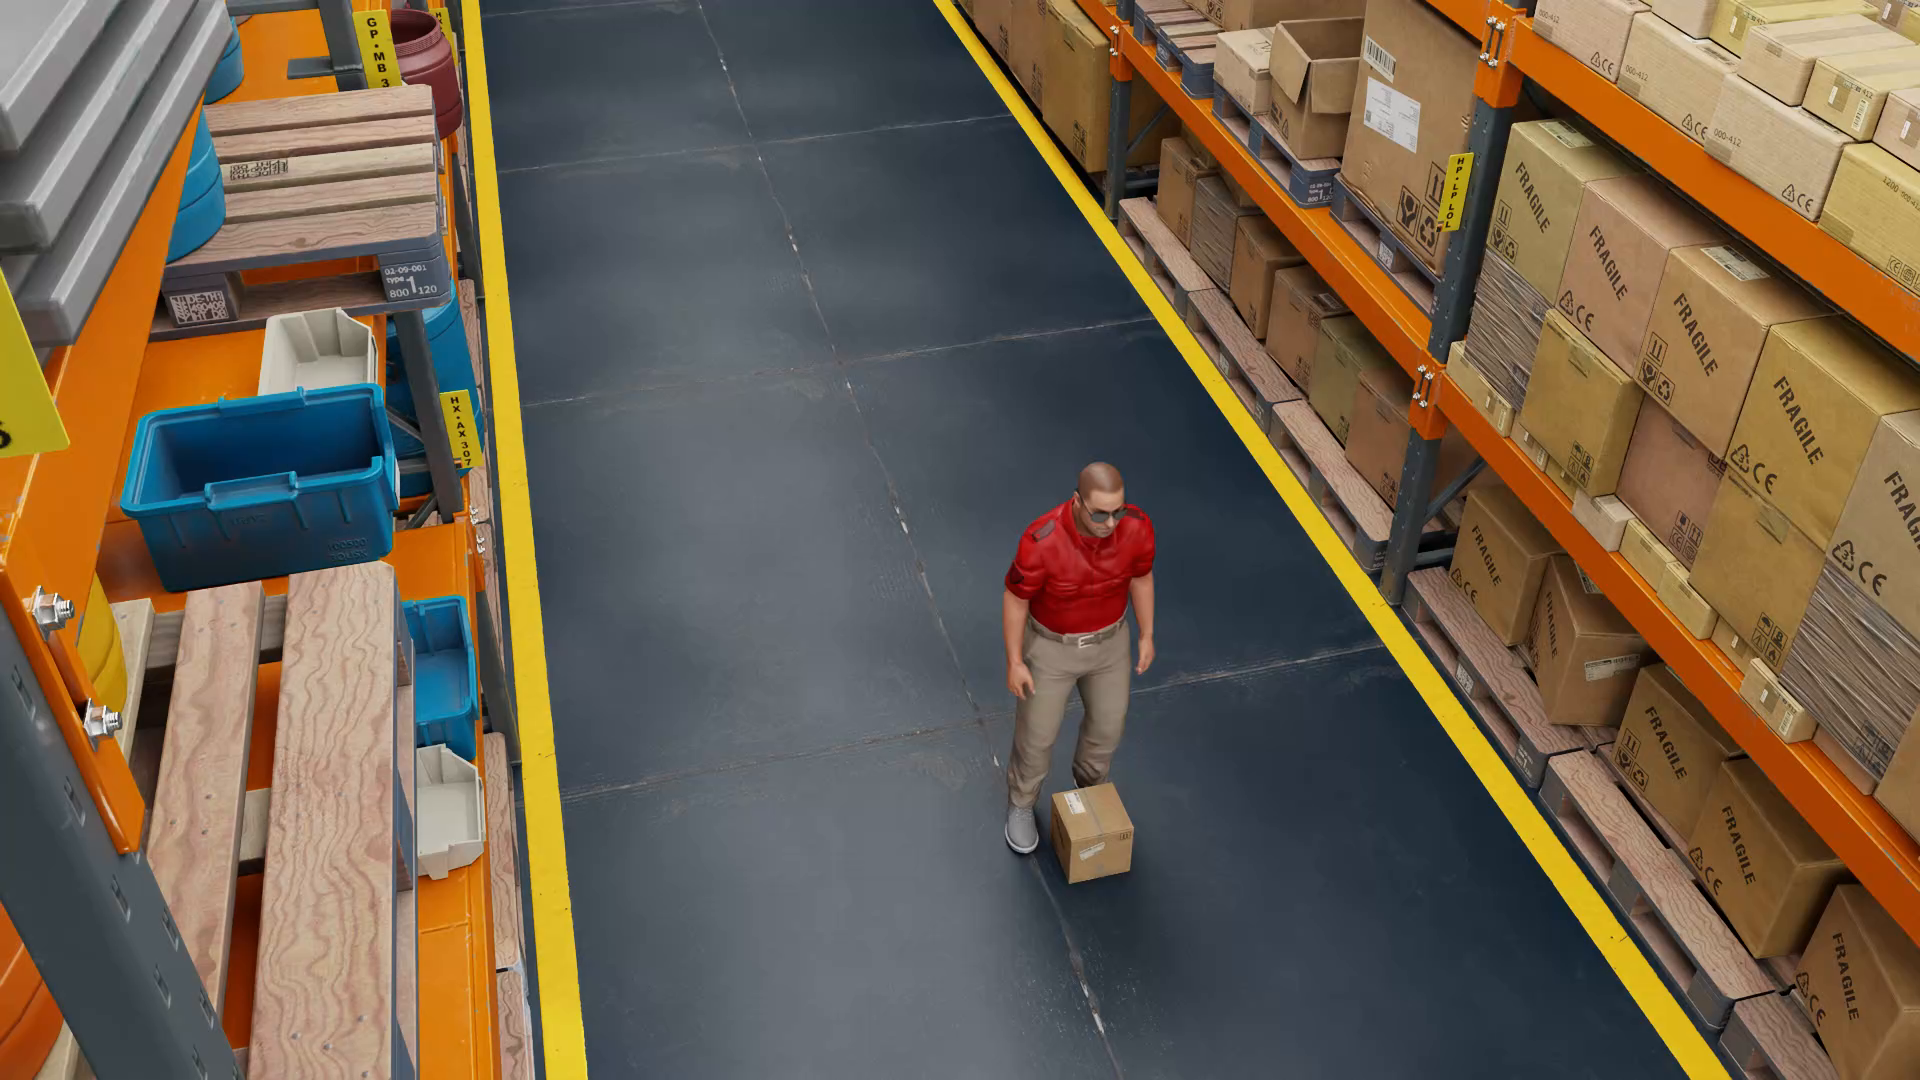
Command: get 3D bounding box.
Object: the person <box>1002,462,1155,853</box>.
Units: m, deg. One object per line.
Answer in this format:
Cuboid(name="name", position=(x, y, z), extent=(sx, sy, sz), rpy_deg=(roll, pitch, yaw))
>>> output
Cuboid(name="person", position=(0.440, 0.405, 6.206), extent=(0.594, 1.727, 0.384), rpy_deg=(-10, 39, -13))
